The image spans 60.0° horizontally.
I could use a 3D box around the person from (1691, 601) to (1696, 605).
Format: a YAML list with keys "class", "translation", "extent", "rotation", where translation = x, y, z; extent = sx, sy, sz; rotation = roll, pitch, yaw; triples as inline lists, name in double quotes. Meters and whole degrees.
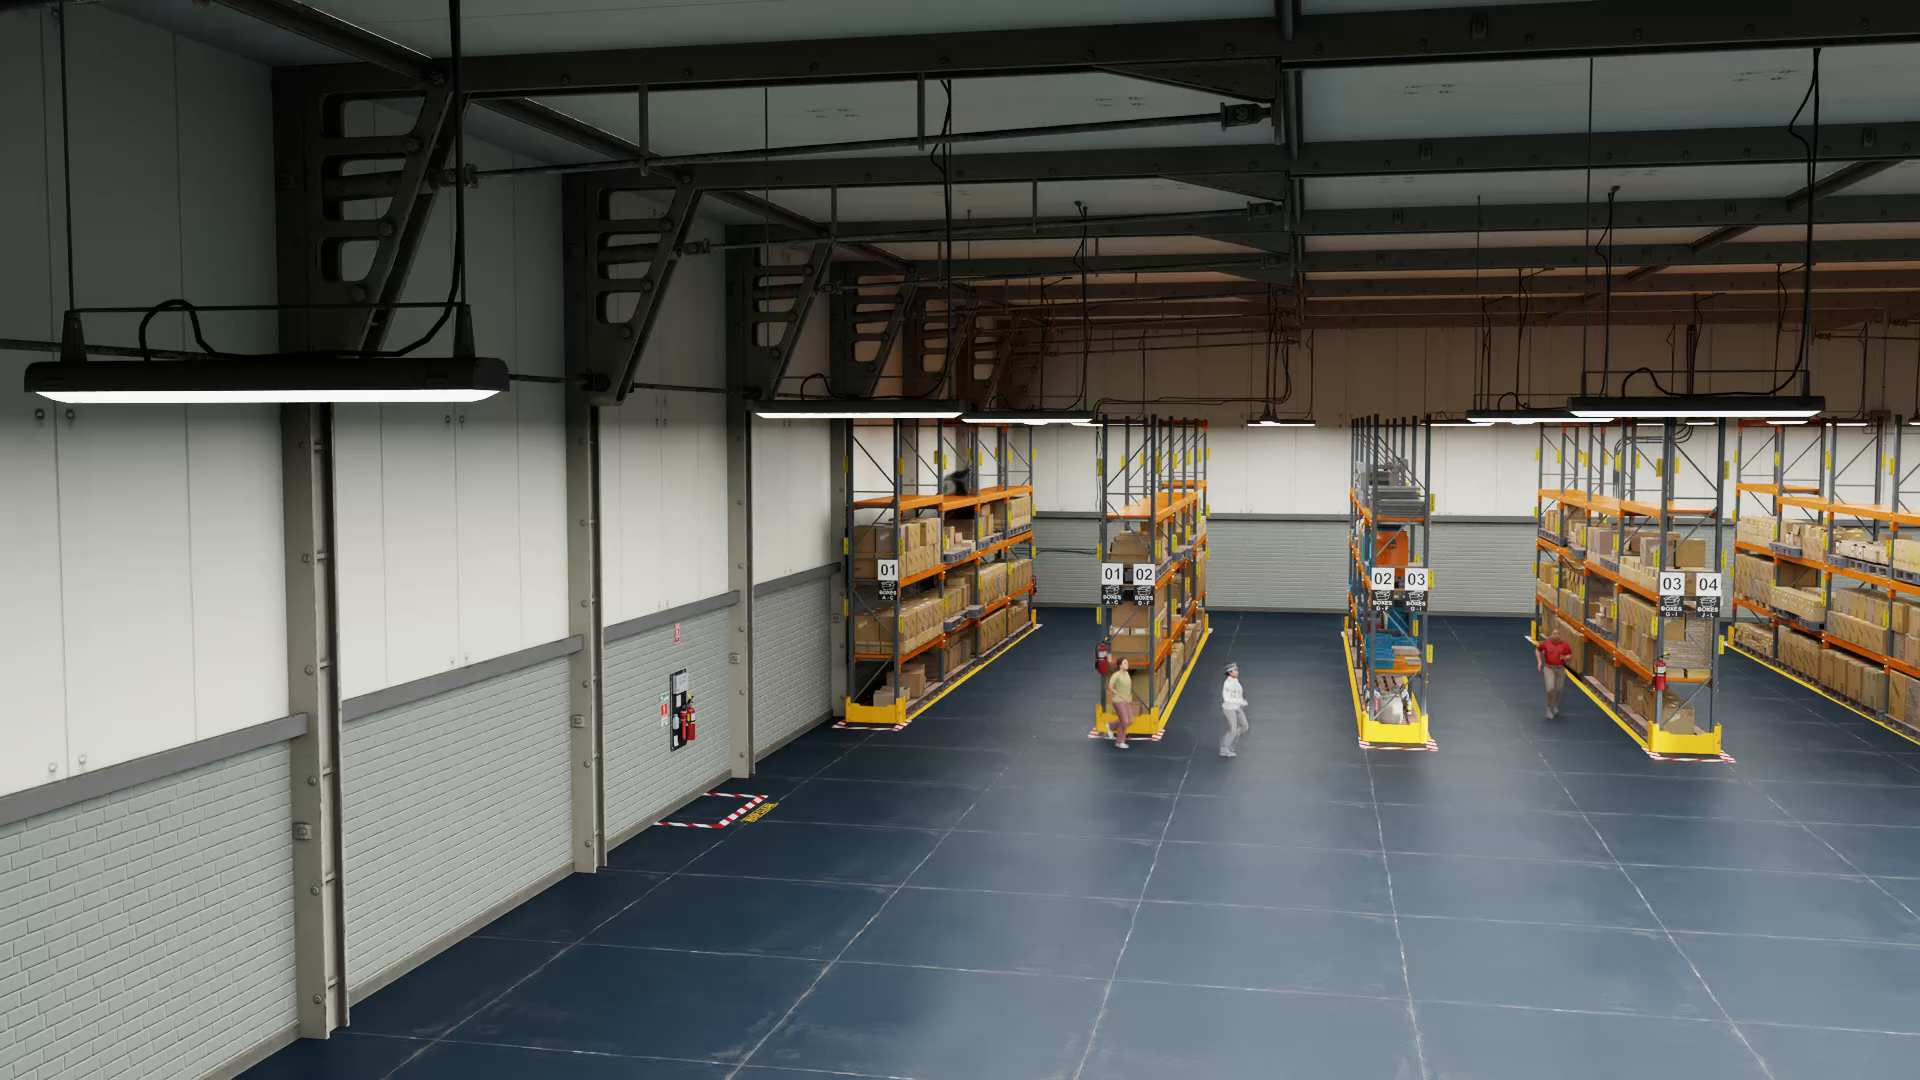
- class: "person"
  translation: [19.112, 1.967, 44.129]
  extent: [0.759, 1.685, 0.650]
  rotation: [-3, 5, -36]

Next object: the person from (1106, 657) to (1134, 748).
- class: "person"
  translation: [2.880, 2.928, 30.065]
  extent: [0.597, 1.626, 0.622]
  rotation: [3, 5, 42]

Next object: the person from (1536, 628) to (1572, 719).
- class: "person"
  translation: [11.852, 2.660, 33.152]
  extent: [0.638, 1.801, 0.784]
  rotation: [0, 4, 7]

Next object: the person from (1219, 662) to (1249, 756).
- class: "person"
  translation: [4.813, 2.955, 29.009]
  extent: [0.565, 1.654, 0.585]
  rotation: [2, 4, 32]
